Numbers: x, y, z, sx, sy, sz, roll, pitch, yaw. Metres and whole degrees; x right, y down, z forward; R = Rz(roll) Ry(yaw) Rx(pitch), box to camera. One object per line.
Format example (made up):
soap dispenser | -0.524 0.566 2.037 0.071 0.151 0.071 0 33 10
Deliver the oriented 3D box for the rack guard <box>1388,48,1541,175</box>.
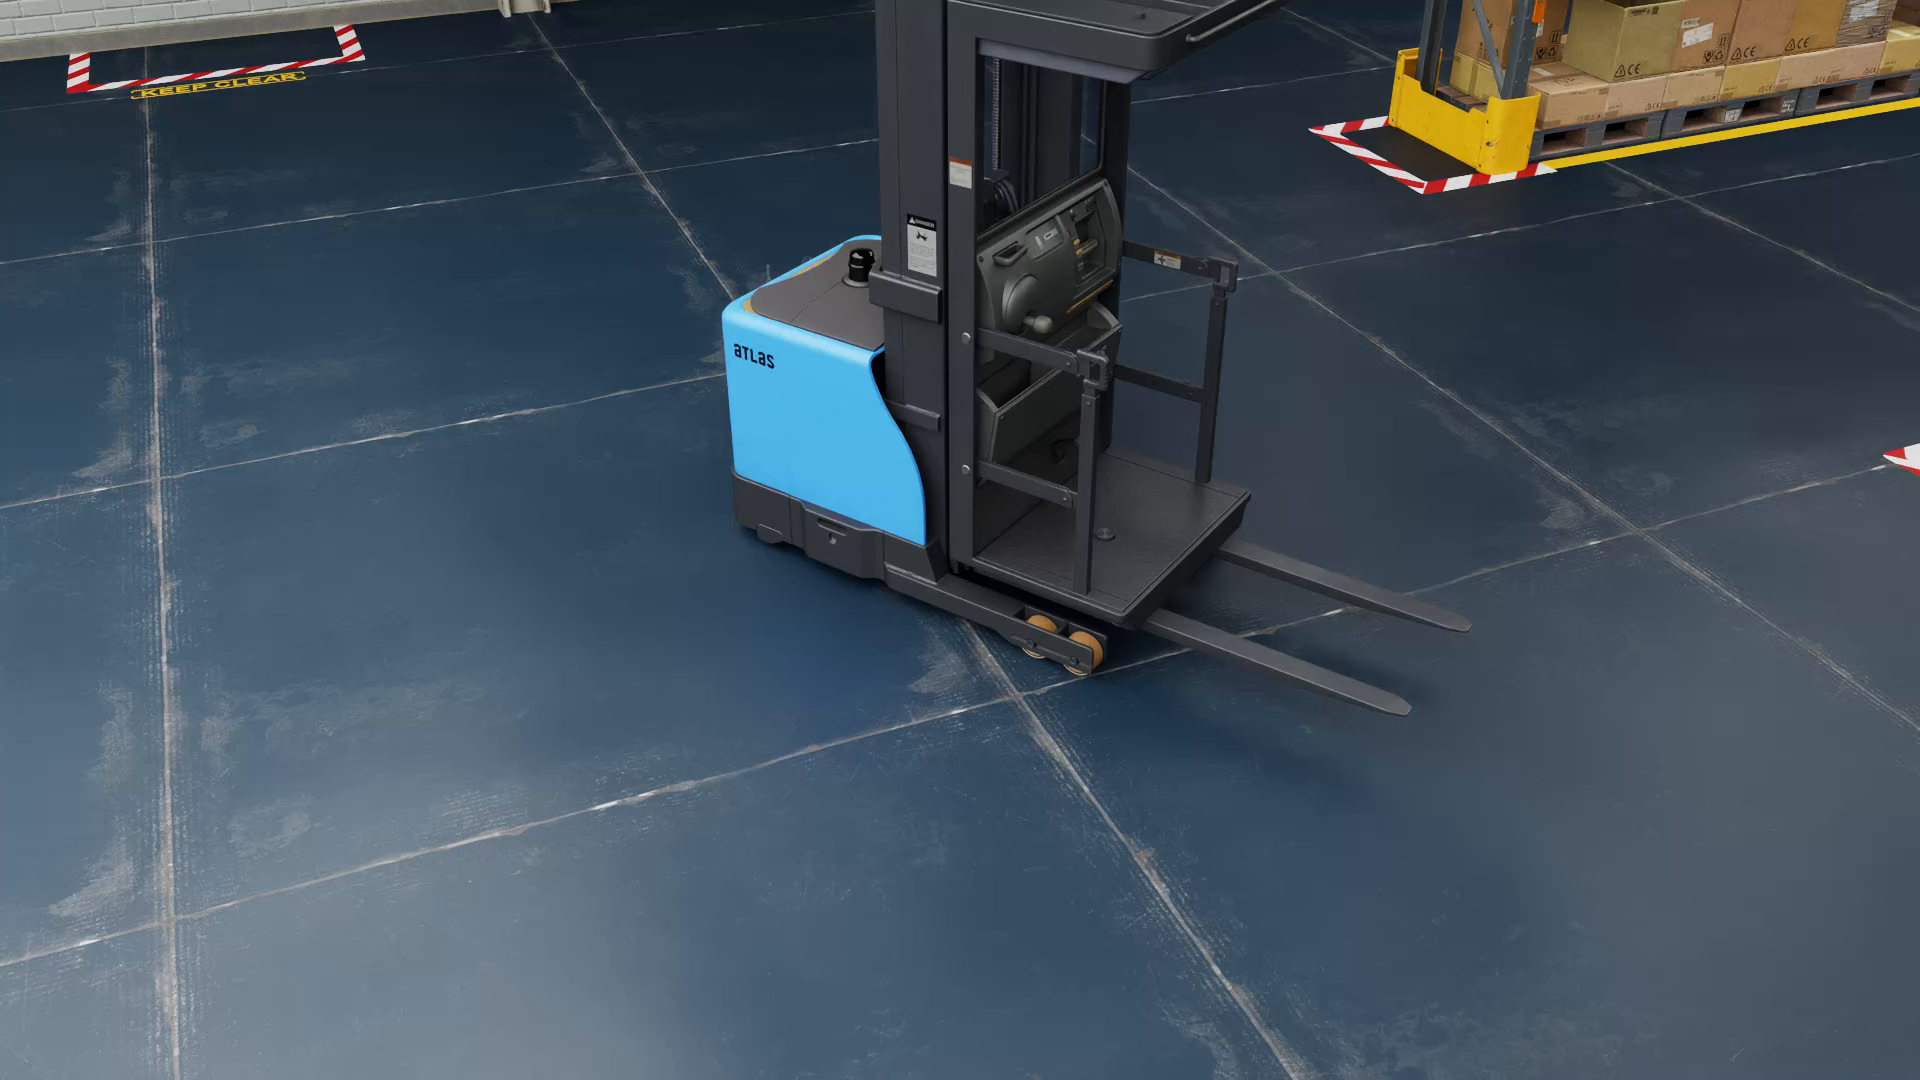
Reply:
rack guard | 3.402 -2.927 11.291 0.348 0.500 1.175 -13 35 -19

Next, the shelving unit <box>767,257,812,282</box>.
shelving unit | -0.728 -0.830 7.700 0.210 0.900 0.258 -13 35 -20

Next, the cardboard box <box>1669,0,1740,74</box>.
cardboard box | 4.921 -3.538 11.386 0.500 0.500 0.500 -13 35 -19

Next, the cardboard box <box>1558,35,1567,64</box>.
cardboard box | 4.261 -3.377 11.826 0.500 0.250 0.500 -13 35 -19

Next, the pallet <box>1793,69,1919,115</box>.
pallet | 6.363 -3.509 12.450 1.213 0.211 1.003 -13 35 -19

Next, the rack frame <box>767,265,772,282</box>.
rack frame | -0.821 -0.807 7.666 0.006 0.900 0.240 -13 35 -20

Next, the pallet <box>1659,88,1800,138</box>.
pallet | 5.236 -3.249 12.050 1.213 0.211 1.003 -13 35 -19

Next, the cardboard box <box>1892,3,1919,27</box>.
cardboard box | 7.382 -4.082 12.909 0.500 0.250 0.500 -13 35 -19

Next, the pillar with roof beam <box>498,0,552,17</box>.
pillar with roof beam | -2.052 -6.136 8.430 0.400 9.000 9.100 -13 35 -19

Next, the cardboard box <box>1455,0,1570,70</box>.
cardboard box | 3.803 -3.581 11.452 0.500 0.500 0.500 -13 35 -19

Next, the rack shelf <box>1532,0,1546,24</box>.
rack shelf | 5.268 -4.101 11.462 4.000 0.370 1.077 -13 35 -19

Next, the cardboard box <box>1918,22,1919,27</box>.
cardboard box | 7.580 -3.809 12.490 0.500 0.250 0.500 -14 35 -20

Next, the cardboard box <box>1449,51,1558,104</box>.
cardboard box | 3.804 -3.266 11.655 0.500 0.250 0.500 -13 35 -19

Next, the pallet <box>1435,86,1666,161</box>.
pallet | 4.113 -2.994 11.658 1.213 0.211 1.003 -13 35 -19

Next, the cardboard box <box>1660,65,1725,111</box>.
cardboard box | 4.925 -3.218 11.581 0.500 0.250 0.500 -13 35 -19

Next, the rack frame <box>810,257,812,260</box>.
rack frame | -0.635 -0.852 7.734 0.006 0.900 0.240 -13 35 -20

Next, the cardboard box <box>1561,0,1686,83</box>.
cardboard box | 4.465 -3.426 11.213 0.500 0.500 0.500 -13 35 -19

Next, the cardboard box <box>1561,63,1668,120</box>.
cardboard box | 4.464 -3.113 11.419 0.500 0.250 0.500 -13 35 -19

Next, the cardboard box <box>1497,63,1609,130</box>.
cardboard box | 4.005 -3.005 11.254 0.500 0.250 0.500 -13 35 -19

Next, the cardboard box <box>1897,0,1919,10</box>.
cardboard box | 7.375 -4.313 12.750 0.500 0.311 0.500 -13 35 -19

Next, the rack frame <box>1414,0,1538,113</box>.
rack frame | 3.424 -3.980 10.617 0.127 3.000 1.000 -13 35 -19

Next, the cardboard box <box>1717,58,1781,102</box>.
cardboard box | 5.388 -3.321 11.740 0.500 0.250 0.500 -13 35 -19

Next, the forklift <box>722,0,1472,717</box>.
forklift | 0.519 -1.035 6.153 3.031 2.935 1.130 20 38 28

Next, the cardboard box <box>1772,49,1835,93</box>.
cardboard box | 5.849 -3.427 11.903 0.500 0.250 0.500 -13 35 -19

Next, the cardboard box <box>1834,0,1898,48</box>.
cardboard box | 6.304 -3.855 11.873 0.500 0.500 0.500 -13 35 -19

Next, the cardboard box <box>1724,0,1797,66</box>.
cardboard box | 5.389 -3.635 11.534 0.500 0.500 0.500 -13 35 -19

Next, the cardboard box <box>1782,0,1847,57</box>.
cardboard box | 5.844 -3.748 11.708 0.500 0.500 0.500 -13 35 -19

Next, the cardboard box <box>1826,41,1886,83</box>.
cardboard box | 6.304 -3.540 12.076 0.500 0.250 0.500 -13 35 -19

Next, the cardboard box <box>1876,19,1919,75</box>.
cardboard box | 6.769 -3.640 12.231 0.500 0.250 0.500 -13 35 -19
